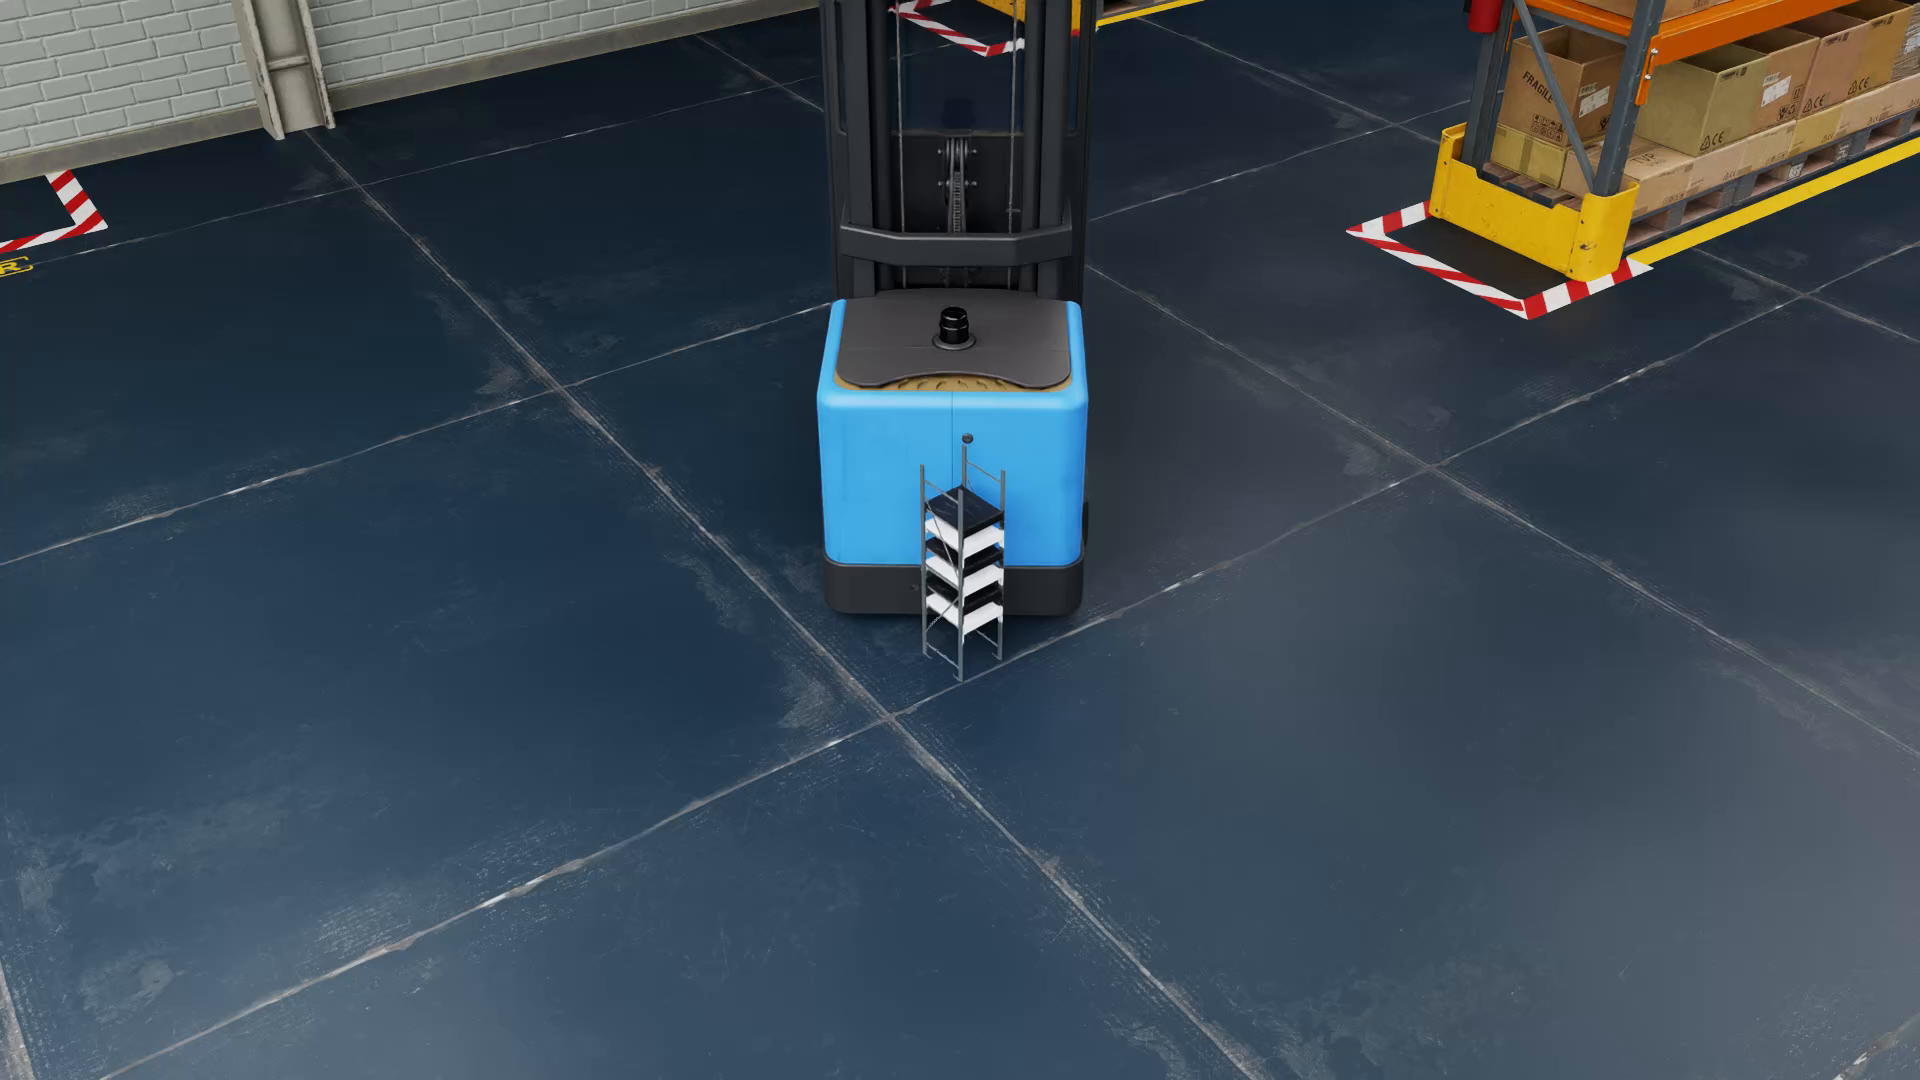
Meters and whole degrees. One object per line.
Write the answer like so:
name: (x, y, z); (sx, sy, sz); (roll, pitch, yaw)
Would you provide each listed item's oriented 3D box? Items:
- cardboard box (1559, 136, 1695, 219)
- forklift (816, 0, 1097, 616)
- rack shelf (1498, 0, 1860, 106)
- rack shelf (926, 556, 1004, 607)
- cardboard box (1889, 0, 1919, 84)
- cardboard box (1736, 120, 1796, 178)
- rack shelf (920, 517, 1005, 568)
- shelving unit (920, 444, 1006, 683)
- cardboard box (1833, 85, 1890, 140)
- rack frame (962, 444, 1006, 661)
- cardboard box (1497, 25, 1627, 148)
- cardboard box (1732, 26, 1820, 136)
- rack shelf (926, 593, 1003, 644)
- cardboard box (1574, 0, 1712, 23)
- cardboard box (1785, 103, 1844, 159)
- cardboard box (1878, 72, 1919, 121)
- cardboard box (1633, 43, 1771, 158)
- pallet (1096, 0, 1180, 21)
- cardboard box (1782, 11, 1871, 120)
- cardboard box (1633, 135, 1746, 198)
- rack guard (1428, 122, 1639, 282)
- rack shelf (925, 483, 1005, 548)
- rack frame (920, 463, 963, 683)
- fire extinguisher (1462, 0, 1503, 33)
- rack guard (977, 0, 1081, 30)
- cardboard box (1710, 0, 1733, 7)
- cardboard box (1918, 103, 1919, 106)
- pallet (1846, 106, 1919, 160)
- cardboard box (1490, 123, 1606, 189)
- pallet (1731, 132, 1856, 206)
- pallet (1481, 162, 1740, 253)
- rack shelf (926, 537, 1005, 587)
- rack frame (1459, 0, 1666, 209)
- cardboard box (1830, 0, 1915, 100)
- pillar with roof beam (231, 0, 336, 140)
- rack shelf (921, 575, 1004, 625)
cardboard box: (3.851, -2.111, 9.611); (0.500, 0.250, 0.500); (-22, 41, -28)
forklift: (-0.003, -1.714, 7.123); (1.130, 2.935, 3.031); (1, 36, 1)
rack shelf: (4.919, -3.363, 9.973); (4.000, 0.370, 1.077); (-22, 41, -28)
rack shelf: (0.009, 0.127, 6.360); (0.200, 0.077, 0.258); (-26, 43, -32)
cardboard box: (5.886, -3.263, 10.571); (0.500, 0.500, 0.500); (-22, 41, -28)
cardboard box: (4.667, -2.448, 10.081); (0.500, 0.250, 0.500); (-22, 41, -28)
rack shelf: (0.009, -0.020, 6.255); (0.200, 0.077, 0.258); (-26, 43, -32)
shelving unit: (0.009, 0.100, 6.341); (0.210, 0.900, 0.258); (-26, 43, -32)
cardboard box: (5.486, -2.783, 10.545); (0.500, 0.250, 0.500); (-22, 41, -28)
rack frame: (0.087, 0.061, 6.394); (0.006, 0.900, 0.240); (-26, 43, -32)
cardboard box: (3.552, -2.663, 9.737); (0.500, 0.500, 0.500); (-22, 41, -28)
cardboard box: (4.660, -2.758, 9.869); (0.500, 0.500, 0.500); (-22, 41, -28)
rack shelf: (0.009, 0.273, 6.465); (0.200, 0.077, 0.258); (-26, 43, -32)
cardboard box: (3.674, -3.174, 9.008); (0.500, 0.500, 0.700); (-22, 41, -28)
cardboard box: (5.078, -2.614, 10.311); (0.500, 0.250, 0.500); (-22, 41, -28)
cardboard box: (5.887, -2.958, 10.789); (0.500, 0.250, 0.500); (-22, 41, -28)
cardboard box: (4.259, -2.584, 9.627); (0.500, 0.500, 0.500); (-22, 41, -28)
pallet: (1.174, -4.495, 13.319); (1.213, 0.211, 1.003); (-22, 41, -28)
cardboard box: (5.079, -2.918, 10.092); (0.500, 0.500, 0.500); (-22, 41, -28)
cardboard box: (4.258, -2.280, 9.847); (0.500, 0.250, 0.500); (-22, 41, -28)
rack guard: (3.265, -1.959, 9.546); (0.348, 0.500, 1.175); (-22, 41, -28)
rack shelf: (0.009, -0.093, 6.203); (0.200, 0.077, 0.258); (-26, 43, -32)
rack frame: (-0.068, 0.138, 6.287); (0.006, 0.900, 0.240); (-26, 43, -32)
fire extinguisher: (2.920, -3.133, 9.103); (0.183, 0.674, 0.296); (-22, 41, -28)
rack guard: (0.490, -4.356, 12.878); (0.348, 0.500, 1.175); (-22, 41, -28)
cardboard box: (4.100, -3.353, 9.257); (0.500, 0.500, 0.700); (-21, 41, -27)
cardboard box: (6.301, -3.121, 11.016); (0.500, 0.250, 0.500); (-22, 41, -28)
pallet: (5.880, -2.948, 11.168); (1.213, 0.211, 1.003); (-22, 41, -28)
cardboard box: (3.553, -2.358, 9.954); (0.500, 0.250, 0.500); (-22, 41, -28)
pallet: (4.882, -2.535, 10.594); (1.213, 0.211, 1.003); (-22, 41, -28)
pallet: (3.886, -2.127, 10.027); (1.213, 0.211, 1.003); (-22, 41, -28)
rack shelf: (0.009, 0.054, 6.308); (0.200, 0.077, 0.258); (-26, 43, -32)
rack frame: (3.285, -2.982, 8.827); (0.127, 3.000, 1.000); (-22, 41, -28)
cardboard box: (5.479, -3.093, 10.335); (0.500, 0.500, 0.500); (-22, 41, -28)
pillar with roof beam: (-1.923, -4.356, 5.600); (0.400, 9.000, 9.100); (-22, 41, -28)
rack shelf: (0.009, 0.200, 6.413); (0.200, 0.077, 0.258); (-26, 43, -32)
